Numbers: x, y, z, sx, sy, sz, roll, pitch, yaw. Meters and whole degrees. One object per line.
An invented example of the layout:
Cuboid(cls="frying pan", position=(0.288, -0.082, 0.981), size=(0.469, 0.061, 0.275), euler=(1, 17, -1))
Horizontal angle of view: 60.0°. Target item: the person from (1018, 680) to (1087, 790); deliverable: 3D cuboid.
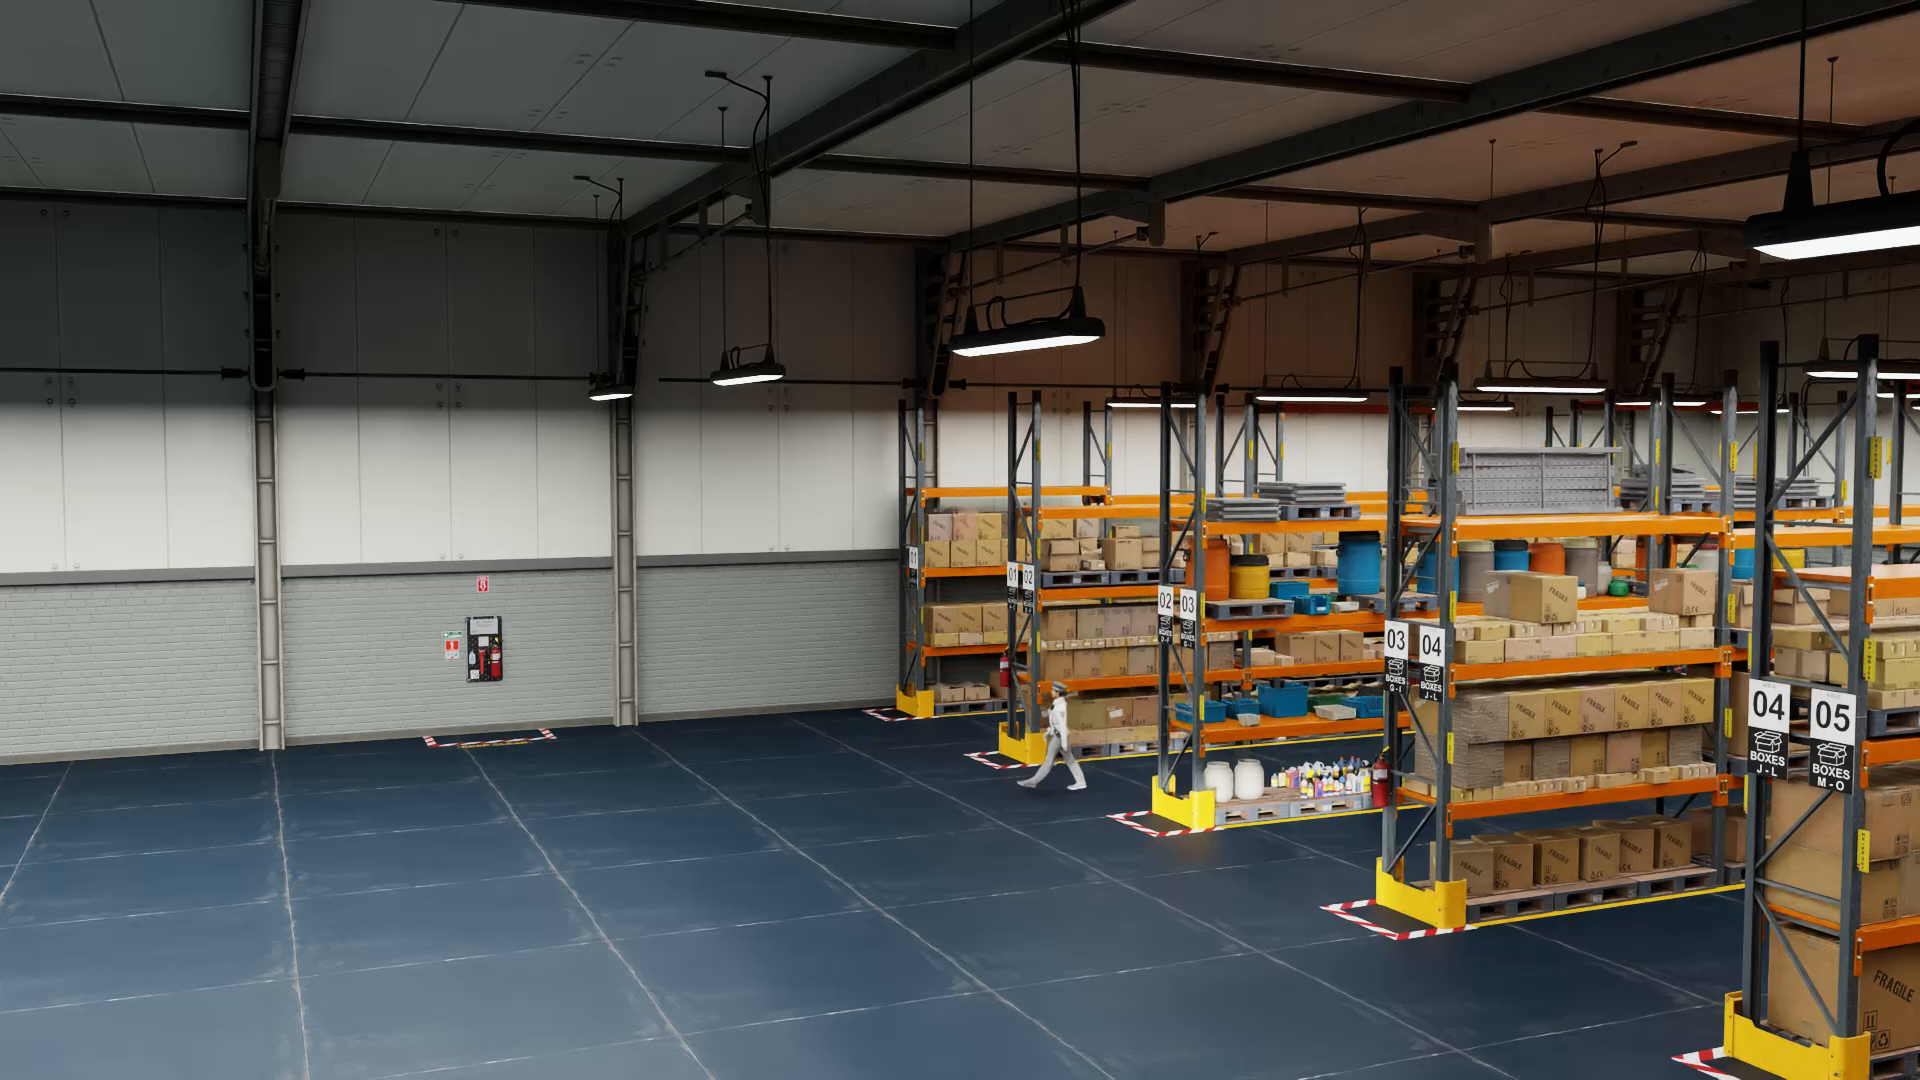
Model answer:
Cuboid(cls="person", position=(1.368, 2.885, 24.604), size=(1.011, 1.627, 0.544), euler=(0, 3, 6))
